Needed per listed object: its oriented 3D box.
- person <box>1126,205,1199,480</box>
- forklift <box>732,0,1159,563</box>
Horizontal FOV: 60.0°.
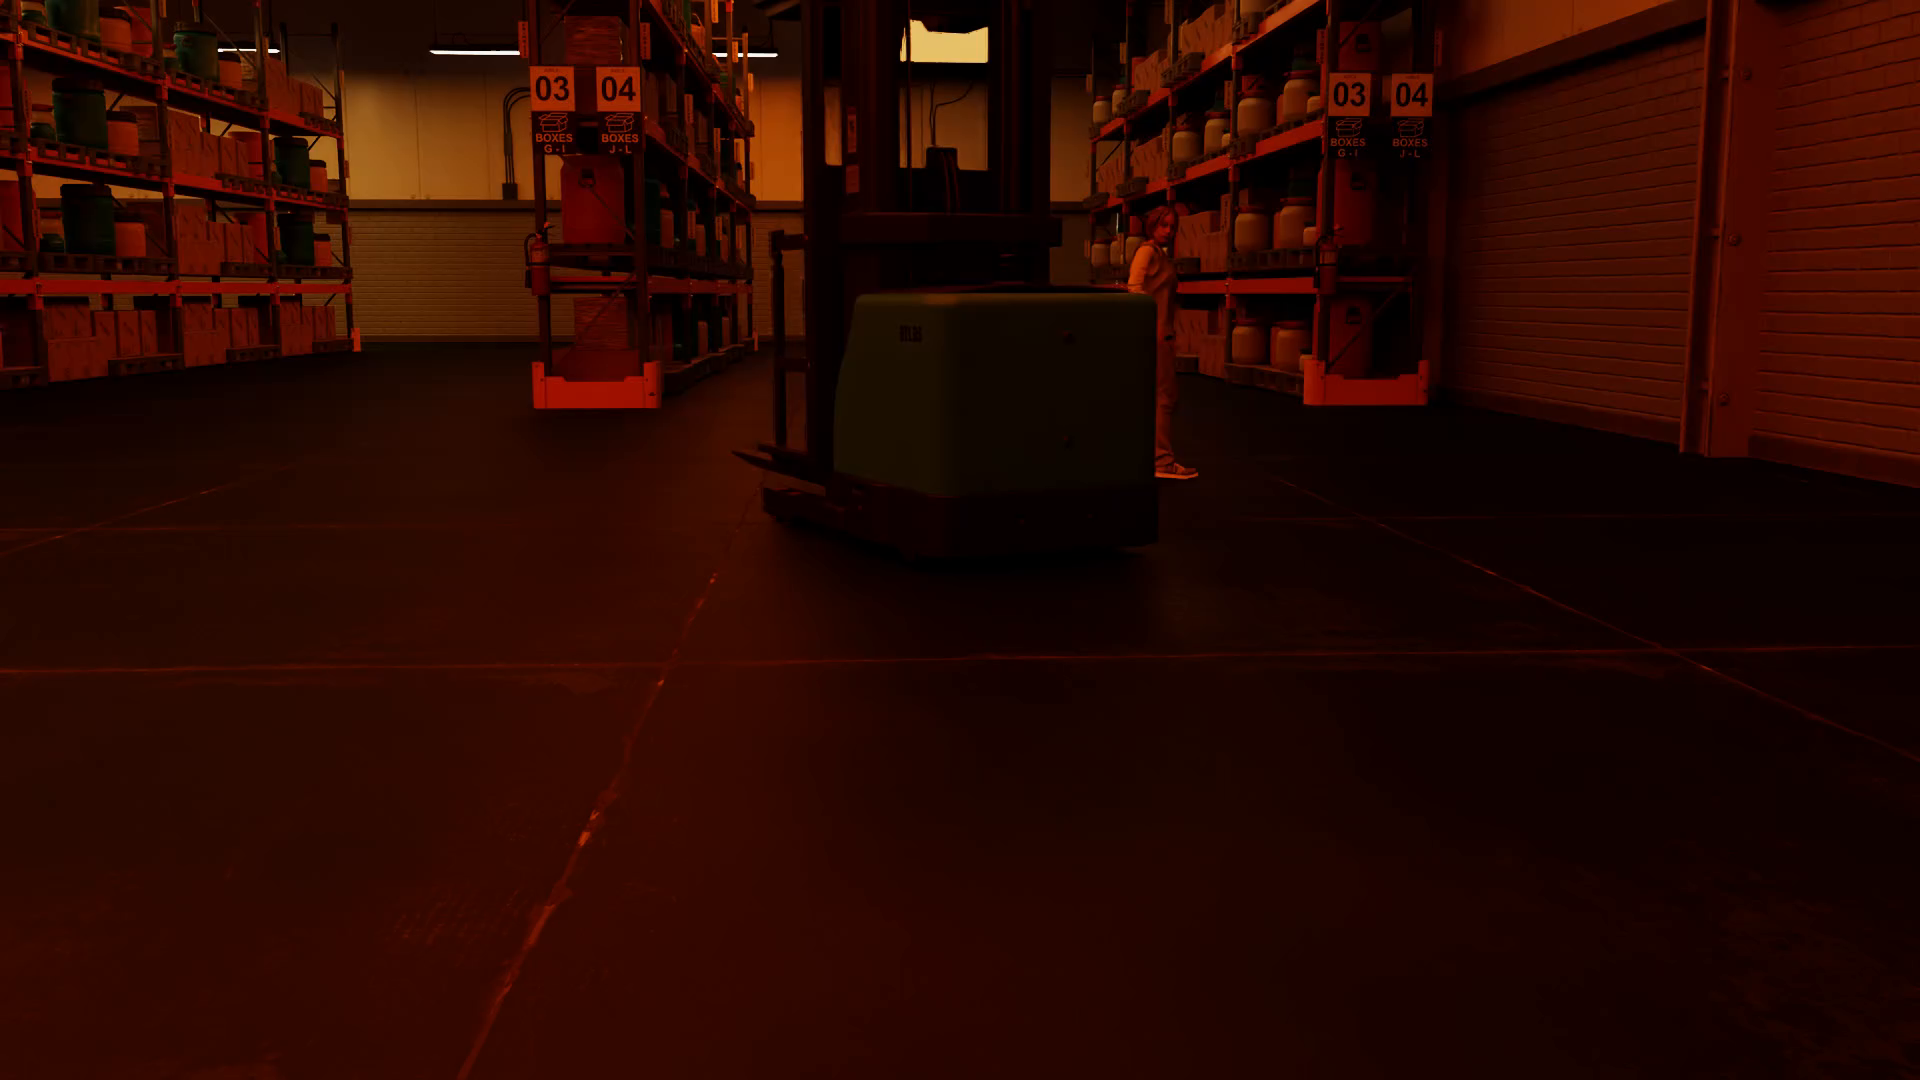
[{"bbox_3d":[1.181,-1.149,9.730,0.457,1.569,0.621,1,9,7],"label":"person"},{"bbox_3d":[-0.285,-1.537,7.682,1.130,2.935,3.031,-4,9,-25],"label":"forklift"}]
